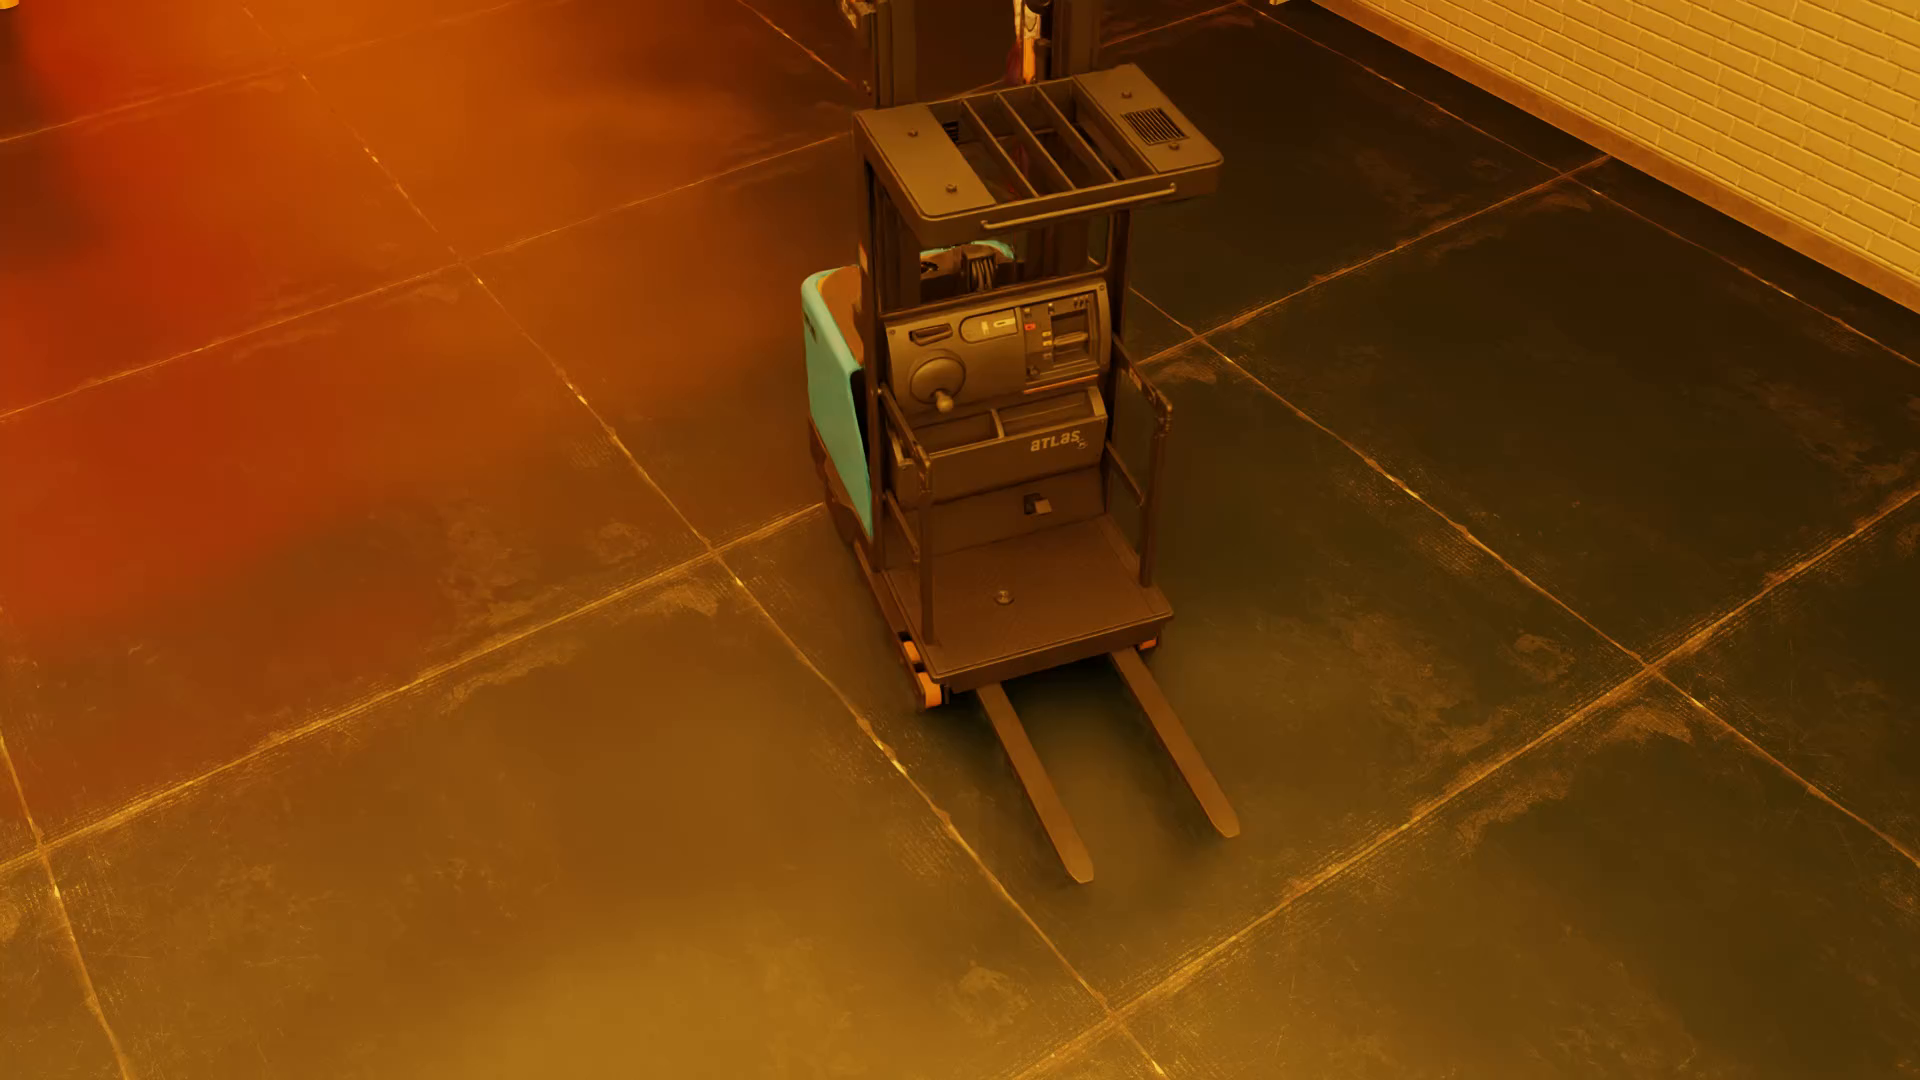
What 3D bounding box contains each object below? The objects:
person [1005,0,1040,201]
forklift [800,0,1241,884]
[{"bbox_3d":[0.452,-2.674,9.585,0.379,1.627,0.549,-1,43,-1],"label":"person"},{"bbox_3d":[0.237,-0.680,6.453,1.130,2.935,3.031,-14,44,-15],"label":"forklift"}]
